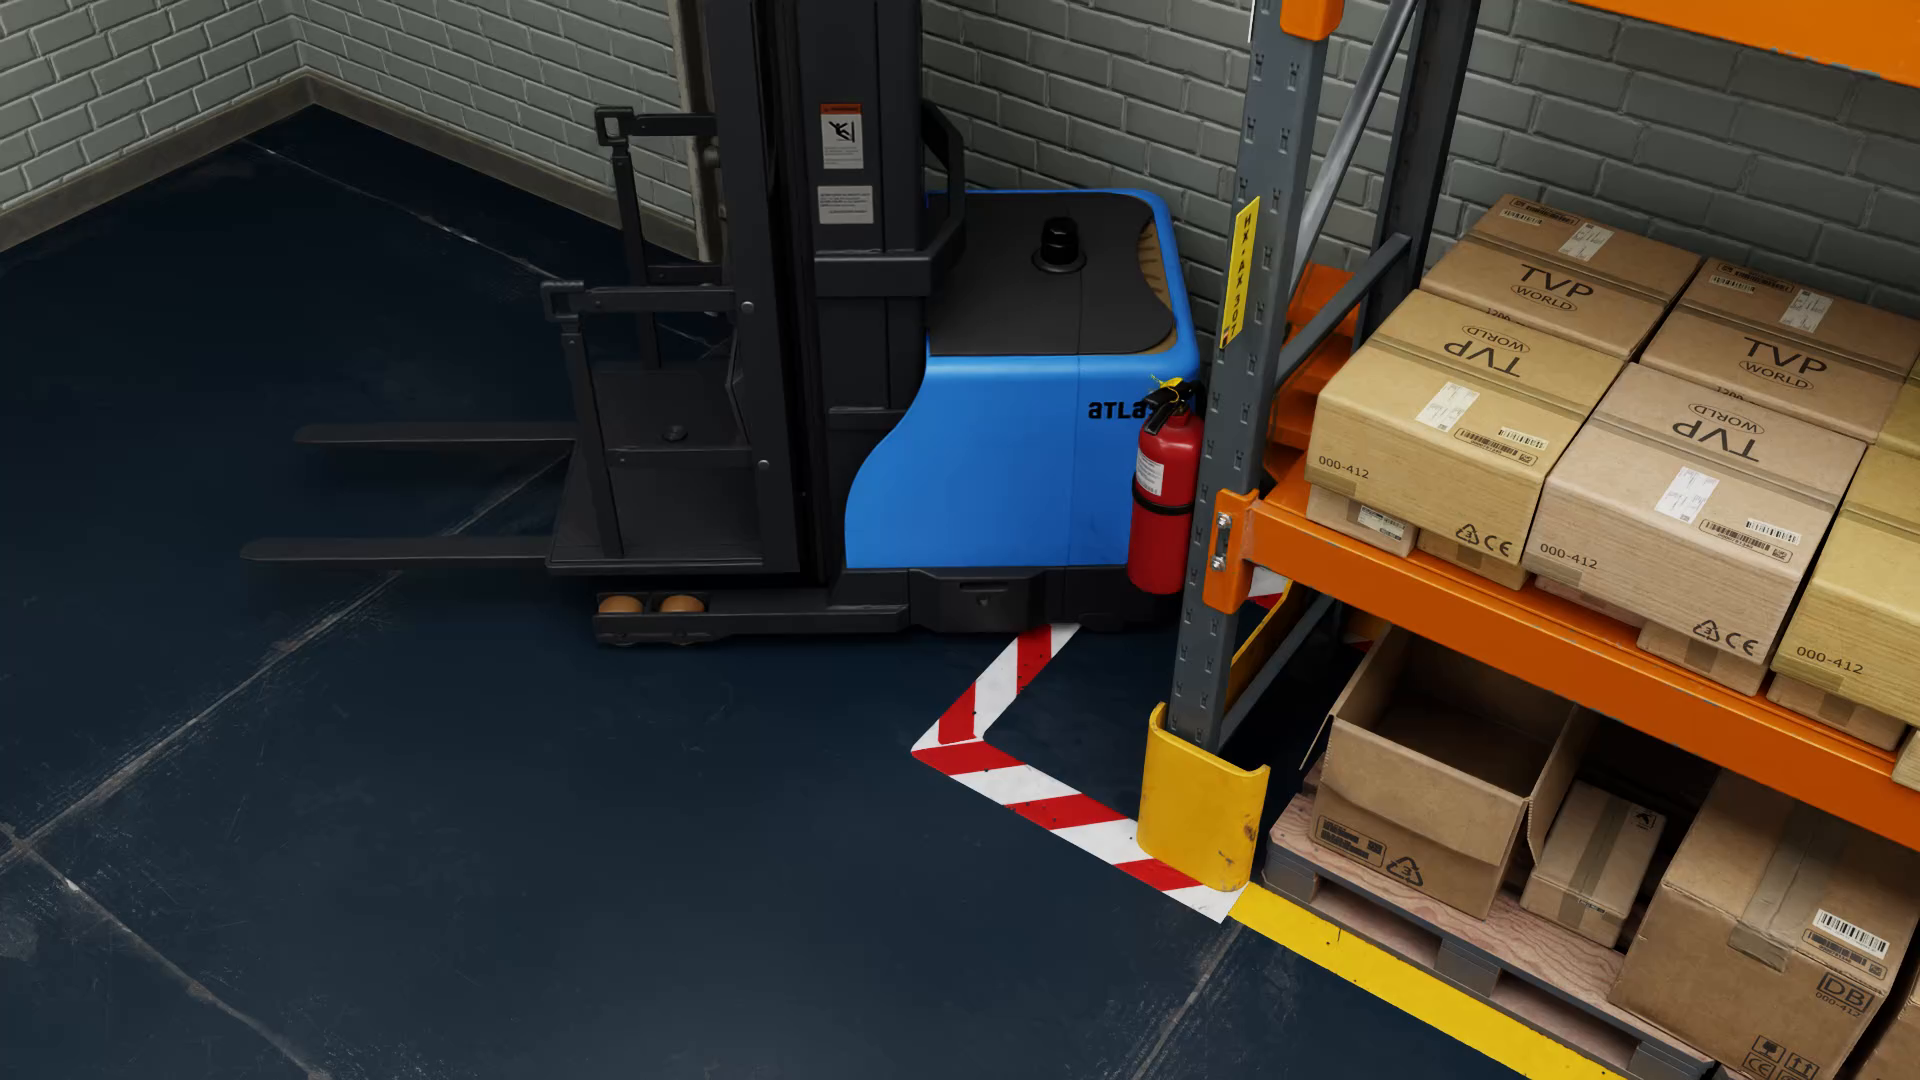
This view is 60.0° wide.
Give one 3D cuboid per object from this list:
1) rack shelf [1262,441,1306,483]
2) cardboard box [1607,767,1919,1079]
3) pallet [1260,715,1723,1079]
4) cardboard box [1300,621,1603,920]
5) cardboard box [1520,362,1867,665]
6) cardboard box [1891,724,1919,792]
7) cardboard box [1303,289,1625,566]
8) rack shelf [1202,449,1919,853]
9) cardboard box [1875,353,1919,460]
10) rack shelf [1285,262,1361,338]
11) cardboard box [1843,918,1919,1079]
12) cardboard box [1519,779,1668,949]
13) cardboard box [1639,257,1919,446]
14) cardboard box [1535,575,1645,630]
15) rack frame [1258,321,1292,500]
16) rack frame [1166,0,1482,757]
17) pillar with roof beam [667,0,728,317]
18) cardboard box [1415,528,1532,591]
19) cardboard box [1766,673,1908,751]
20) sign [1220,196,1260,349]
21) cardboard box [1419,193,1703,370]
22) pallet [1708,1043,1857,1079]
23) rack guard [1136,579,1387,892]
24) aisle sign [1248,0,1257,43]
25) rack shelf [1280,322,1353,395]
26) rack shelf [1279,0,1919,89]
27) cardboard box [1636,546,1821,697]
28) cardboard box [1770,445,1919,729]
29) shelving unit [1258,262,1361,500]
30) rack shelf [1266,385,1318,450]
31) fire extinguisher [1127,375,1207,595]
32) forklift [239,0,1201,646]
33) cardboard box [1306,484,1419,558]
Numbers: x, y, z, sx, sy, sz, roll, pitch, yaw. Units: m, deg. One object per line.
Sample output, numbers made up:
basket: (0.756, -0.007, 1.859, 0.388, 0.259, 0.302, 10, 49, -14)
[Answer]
rack shelf: (1.216, -0.188, 5.453, 0.480, 0.148, 0.258, 18, 46, 18)
cardboard box: (2.020, 0.880, 4.076, 0.500, 0.500, 0.700, 27, 48, 27)
pallet: (1.612, 0.844, 4.649, 1.213, 0.211, 1.003, 25, 48, 25)
cardboard box: (1.343, 0.531, 4.465, 0.637, 0.503, 0.797, 23, 47, 24)
cardboard box: (1.526, -0.070, 3.469, 0.500, 0.250, 0.500, 26, 48, 26)
cardboard box: (2.034, 0.360, 3.286, 0.250, 0.149, 0.380, 24, 47, 24)
cardboard box: (1.113, -0.263, 3.684, 0.500, 0.250, 0.500, 25, 48, 26)
rack shelf: (2.534, 0.505, 3.476, 4.000, 0.370, 1.077, 25, 48, 25)
cardboard box: (2.249, -0.163, 3.572, 0.500, 0.250, 0.500, 27, 48, 27)
rack shelf: (1.218, -0.672, 5.005, 0.480, 0.148, 0.258, 18, 46, 18)
cardboard box: (2.396, 1.137, 3.789, 0.500, 0.500, 0.500, 26, 48, 26)
cardboard box: (1.668, 0.847, 4.377, 0.250, 0.149, 0.380, 23, 47, 24)
cardboard box: (1.847, -0.355, 3.786, 0.500, 0.250, 0.500, 25, 48, 25)
cardboard box: (1.478, -0.006, 3.696, 0.250, 0.149, 0.380, 24, 47, 25)
rack frame: (0.995, -0.453, 5.347, 0.015, 1.200, 0.240, 18, 46, 18)
rack frame: (0.896, -0.529, 4.092, 0.127, 3.000, 1.000, 25, 48, 25)
pillar with roof beam: (-3.266, -1.939, 1.169, 0.400, 9.000, 9.100, 25, 48, 25)
cardboard box: (1.243, -0.088, 3.787, 0.250, 0.149, 0.380, 26, 48, 26)
cardboard box: (1.870, 0.223, 3.440, 0.250, 0.149, 0.380, 26, 48, 26)
sign: (0.585, -0.556, 3.472, 0.005, 0.325, 0.100, 25, 48, 25)
cardboard box: (1.425, -0.553, 4.008, 0.500, 0.250, 0.500, 26, 48, 26)
pallet: (2.606, 1.311, 4.126, 1.213, 0.211, 1.003, 25, 48, 25)
rack guard: (0.958, 0.431, 4.893, 0.348, 0.500, 1.175, 25, 48, 25)
aisle sign: (0.672, -1.364, 3.075, 0.004, 0.787, 0.394, 25, 48, 25)
rack shelf: (1.217, -0.498, 5.166, 0.480, 0.148, 0.258, 18, 46, 18)
rack shelf: (2.534, -0.613, 2.476, 4.000, 0.370, 1.077, 25, 48, 25)
cardboard box: (1.650, 0.124, 3.550, 0.250, 0.149, 0.380, 27, 48, 27)
cardboard box: (1.943, 0.122, 3.254, 0.500, 0.250, 0.500, 24, 47, 25)
shelving unit: (1.217, -0.383, 5.272, 0.503, 1.200, 0.258, 18, 46, 18)
rack shelf: (1.217, -0.334, 5.318, 0.480, 0.148, 0.258, 18, 46, 18)
fire extinguisher: (0.510, -0.165, 4.023, 0.183, 0.674, 0.296, 25, 48, 25)
forklift: (-0.815, -1.109, 4.791, 3.031, 2.935, 1.130, -1, 42, -1)
cardboard box: (1.008, -0.160, 3.868, 0.250, 0.149, 0.380, 25, 47, 25)
